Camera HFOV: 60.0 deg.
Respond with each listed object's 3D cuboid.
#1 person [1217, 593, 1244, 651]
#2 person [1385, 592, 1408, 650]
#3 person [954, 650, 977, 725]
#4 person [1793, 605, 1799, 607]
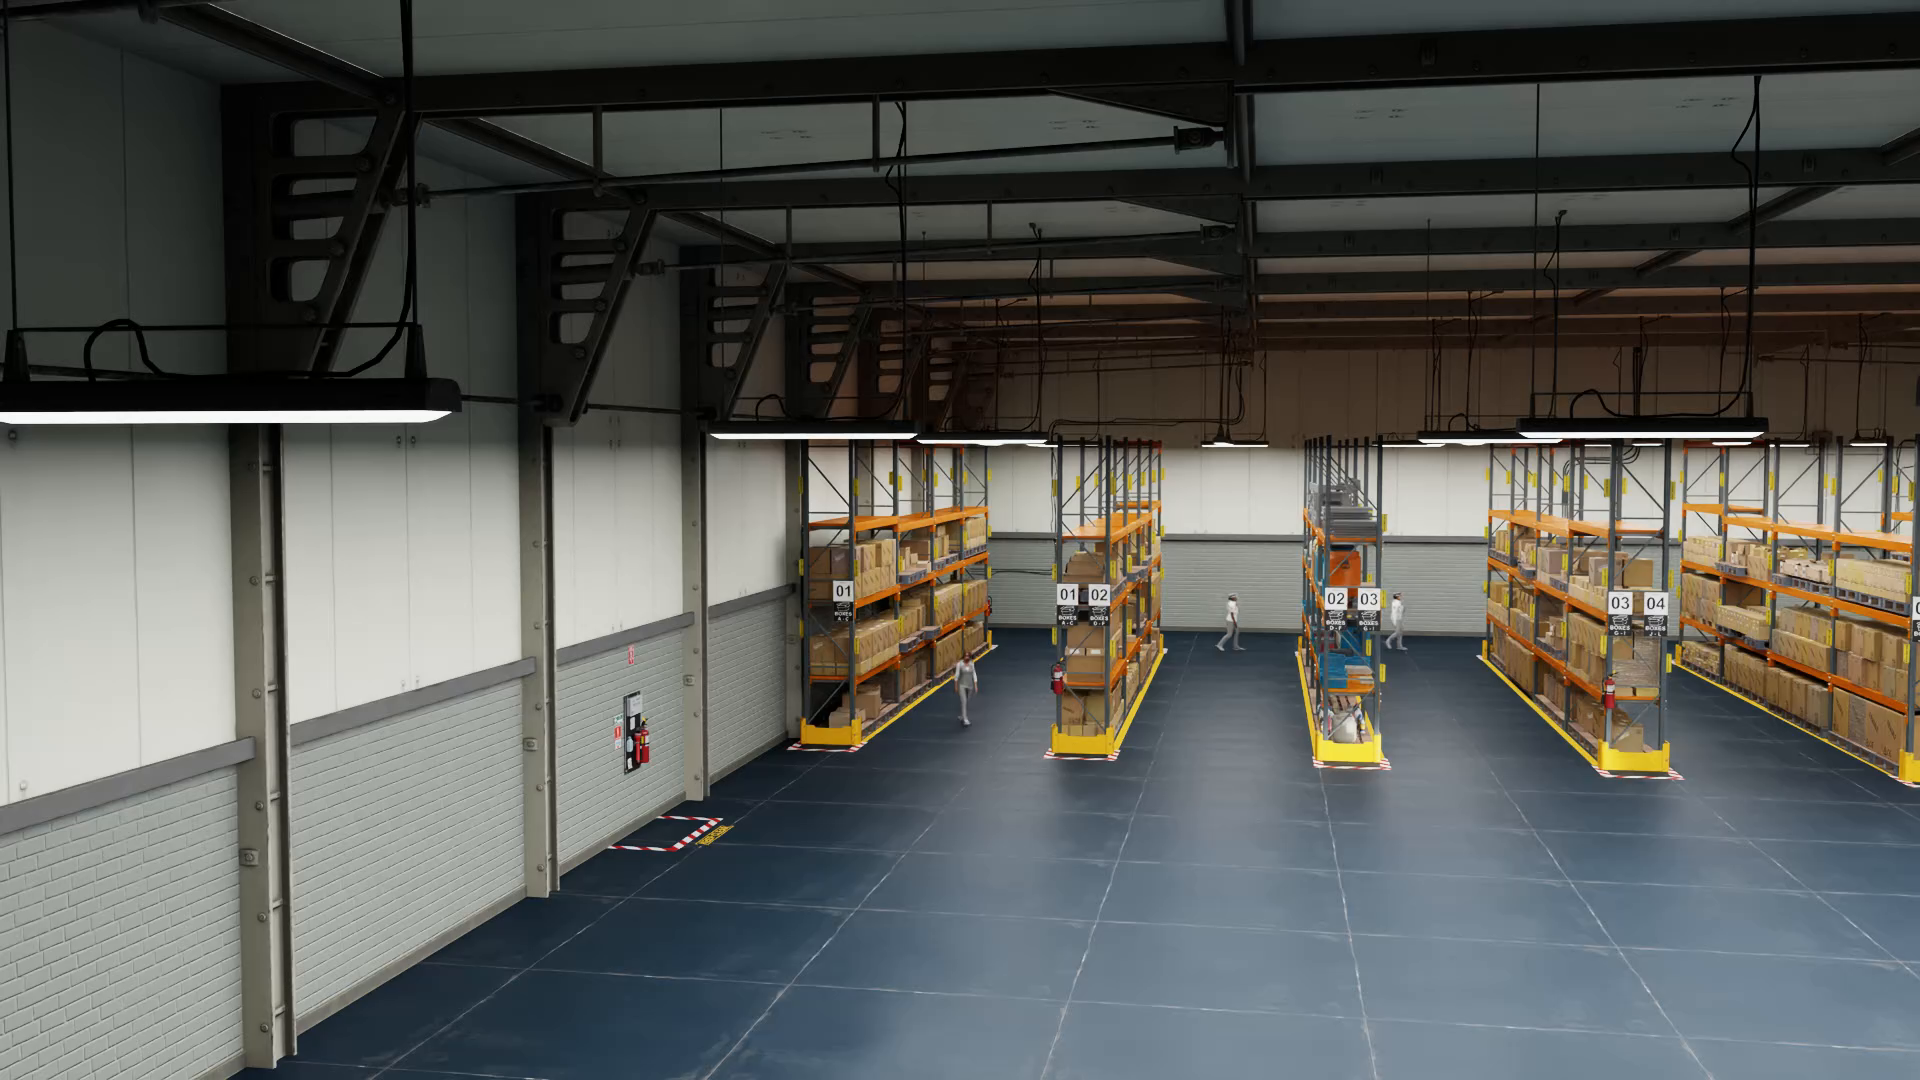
[{"bbox_3d":[7.690,2.325,47.302,0.728,1.669,0.508,1,3,16],"label":"person"},{"bbox_3d":[12.484,2.305,47.537,0.582,1.674,0.537,2,4,31],"label":"person"},{"bbox_3d":[0.113,3.060,34.630,0.464,1.530,0.999,-2,3,-28],"label":"person"},{"bbox_3d":[21.773,2.535,43.196,0.553,1.740,0.708,3,4,44],"label":"person"}]
